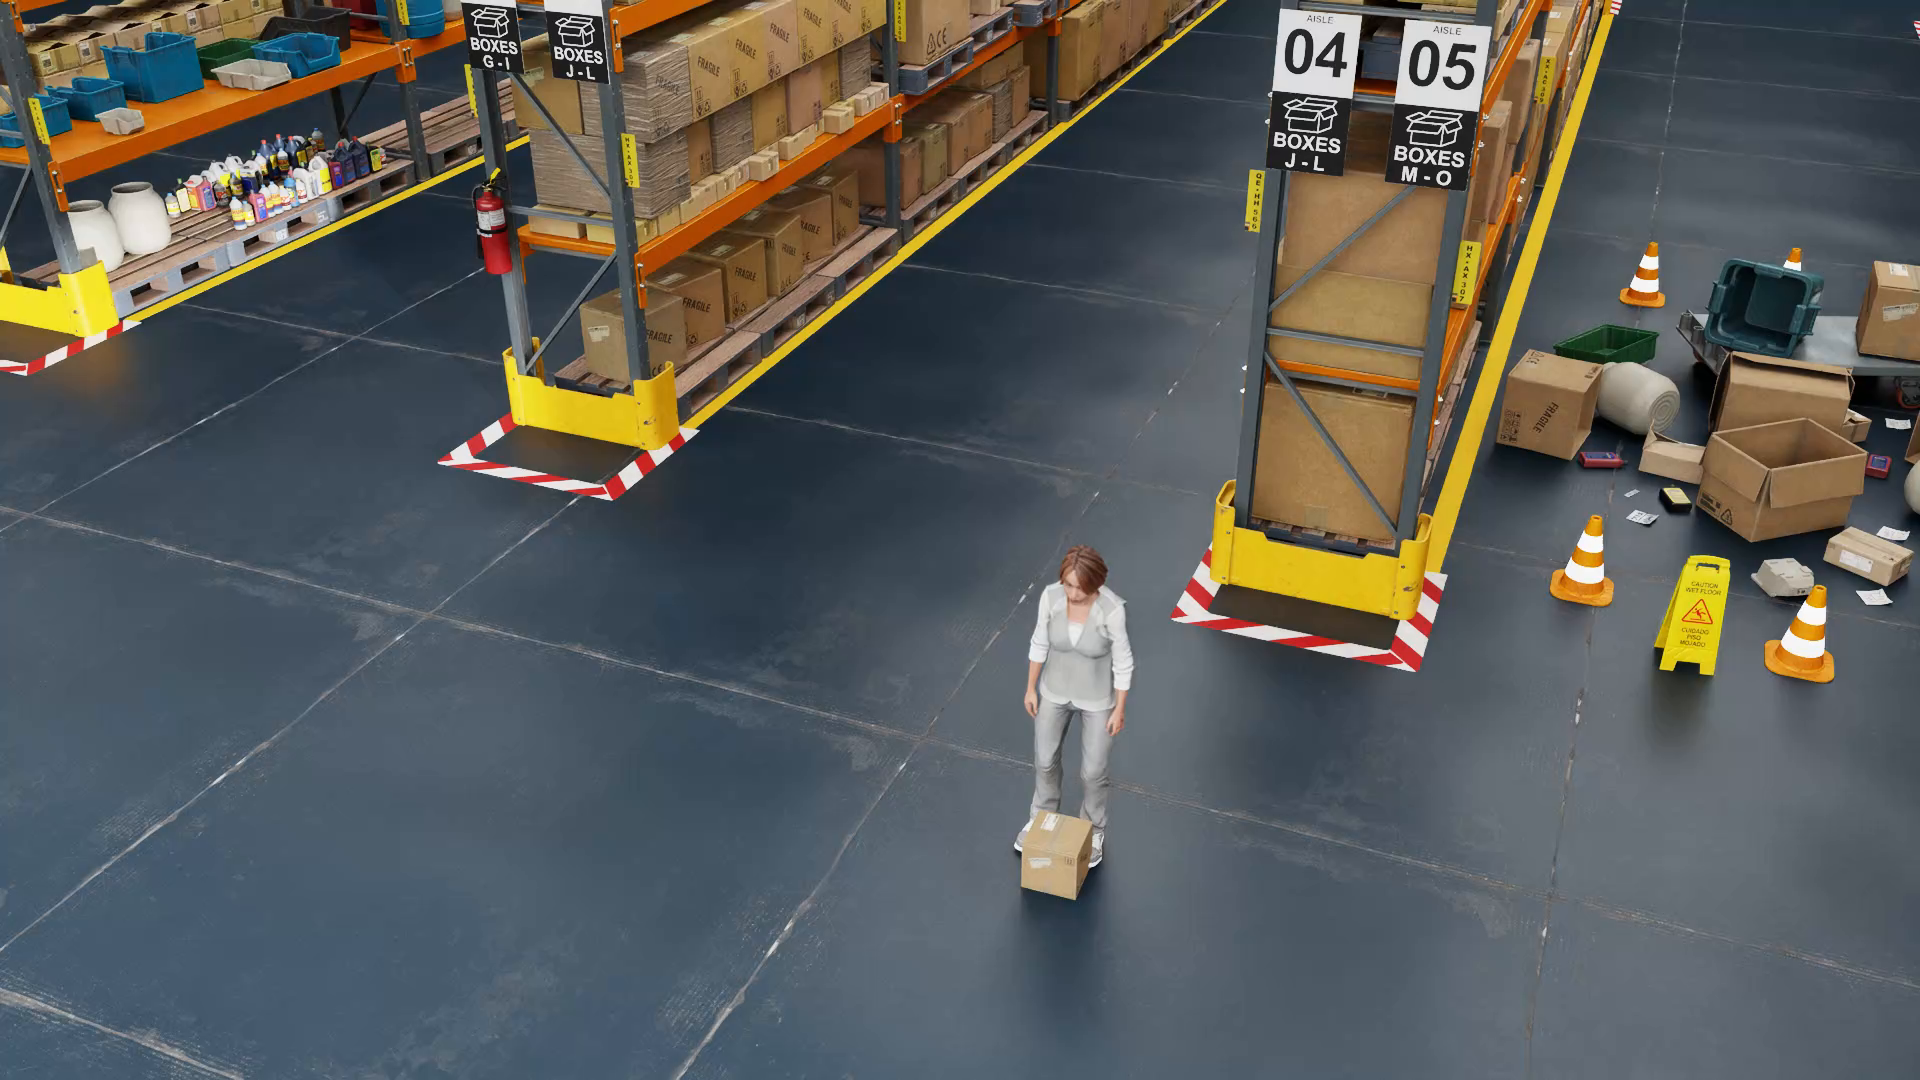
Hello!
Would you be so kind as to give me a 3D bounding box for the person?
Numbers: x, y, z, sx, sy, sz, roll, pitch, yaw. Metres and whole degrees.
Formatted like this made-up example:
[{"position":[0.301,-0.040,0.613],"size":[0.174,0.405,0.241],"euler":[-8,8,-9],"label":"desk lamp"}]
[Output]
[{"position":[0.508,0.694,7.195],"size":[0.462,1.594,0.344],"euler":[12,32,19],"label":"person"}]
